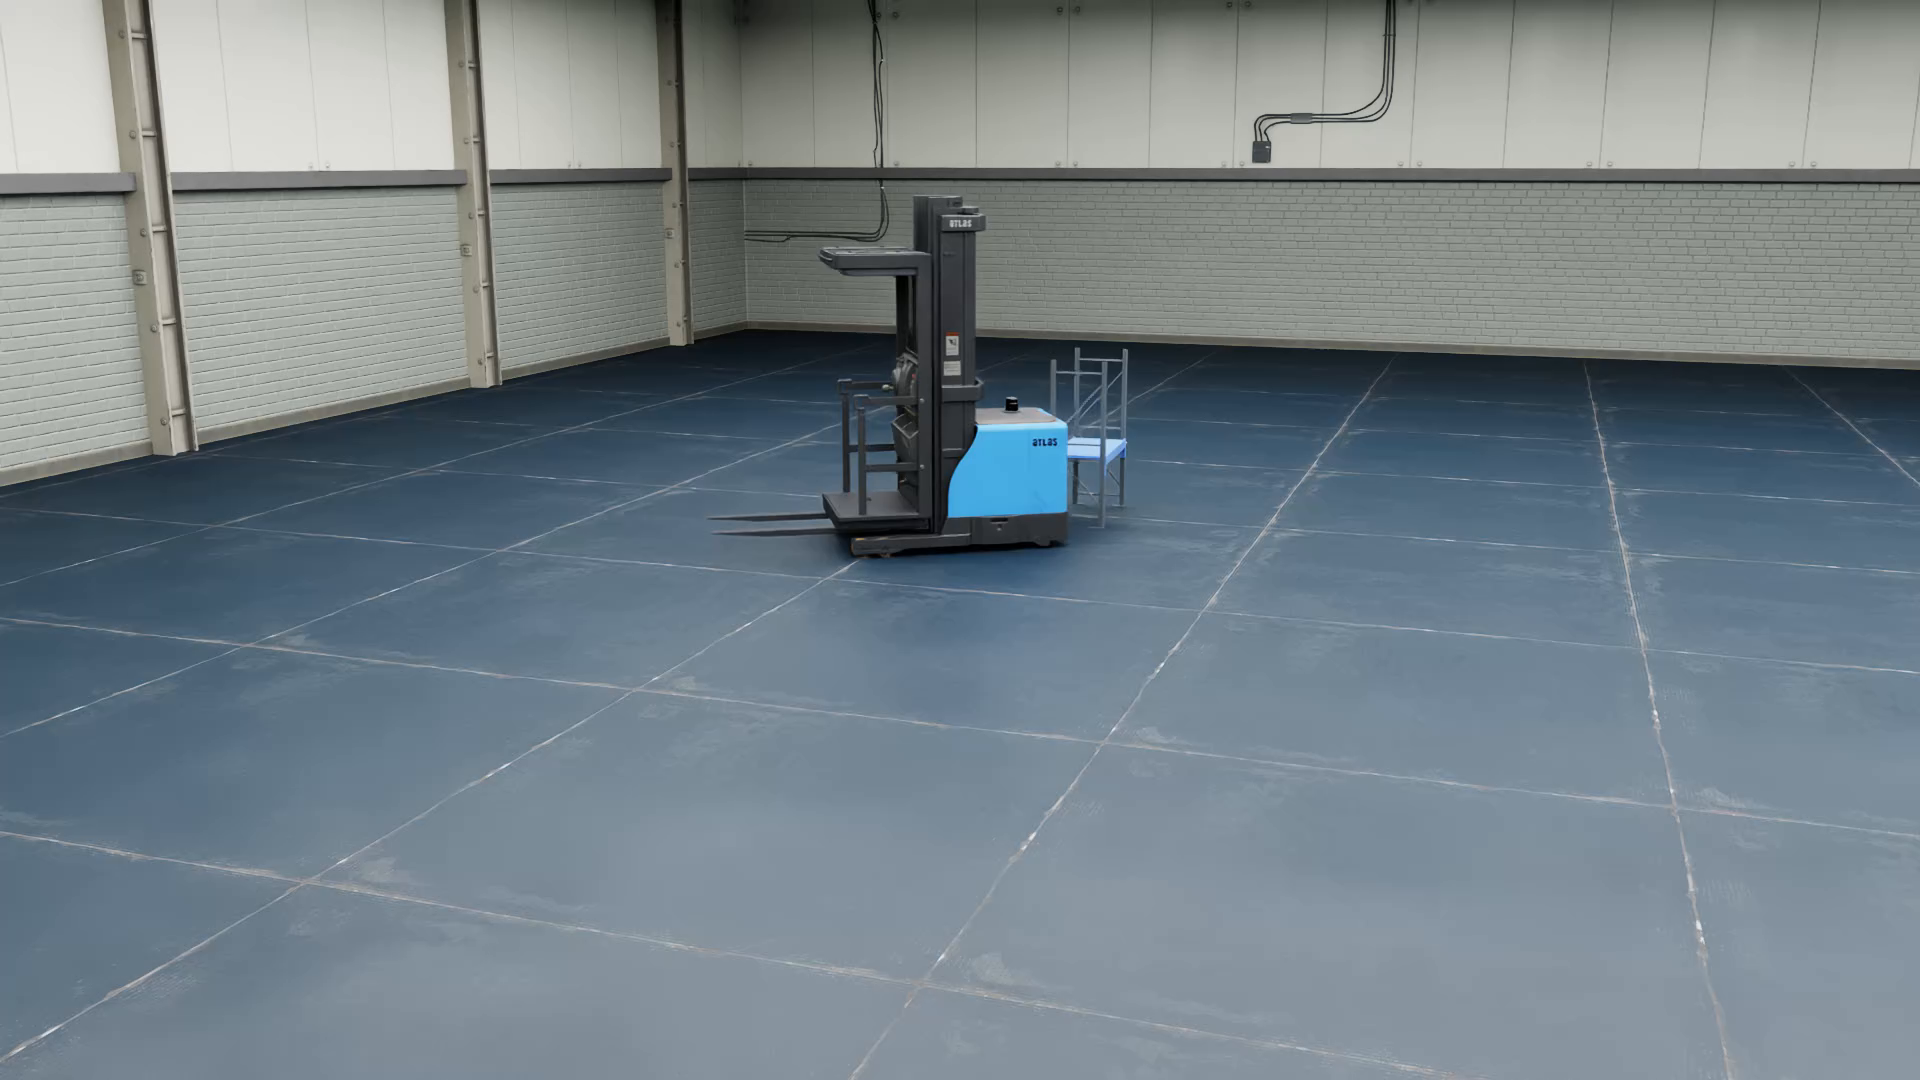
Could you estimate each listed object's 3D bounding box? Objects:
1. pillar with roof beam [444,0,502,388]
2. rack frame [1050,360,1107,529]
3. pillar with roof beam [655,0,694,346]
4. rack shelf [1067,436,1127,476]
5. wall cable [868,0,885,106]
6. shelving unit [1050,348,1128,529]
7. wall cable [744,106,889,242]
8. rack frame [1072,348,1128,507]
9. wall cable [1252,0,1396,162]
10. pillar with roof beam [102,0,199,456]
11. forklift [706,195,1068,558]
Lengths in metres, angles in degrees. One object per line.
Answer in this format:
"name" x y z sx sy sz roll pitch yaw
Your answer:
"pillar with roof beam" -2.883 -6.337 22.031 9.100 9.000 0.400 4 14 18
"rack frame" 1.049 -0.847 14.827 0.500 1.500 0.032 4 13 15
"pillar with roof beam" -0.942 -7.601 27.565 9.100 9.000 0.400 4 14 18
"rack shelf" 1.187 -0.780 15.344 0.538 0.185 1.000 4 13 15
"wall cable" -0.251 -9.189 30.154 3.097 2.526 0.112 4 14 18
"shelving unit" 1.187 -0.955 15.303 0.538 1.500 1.048 4 13 15
"wall cable" -2.811 -6.922 31.570 3.097 2.526 0.112 4 14 18
"rack frame" 1.326 -1.064 15.780 0.500 1.500 0.032 4 13 15
"wall cable" 6.167 -9.407 27.836 2.305 6.003 0.169 4 14 18
"pillar with roof beam" -4.825 -5.074 16.496 9.100 9.000 0.400 4 14 18
"forklift" -0.645 -1.406 14.062 3.031 2.935 1.130 -3 13 -11
